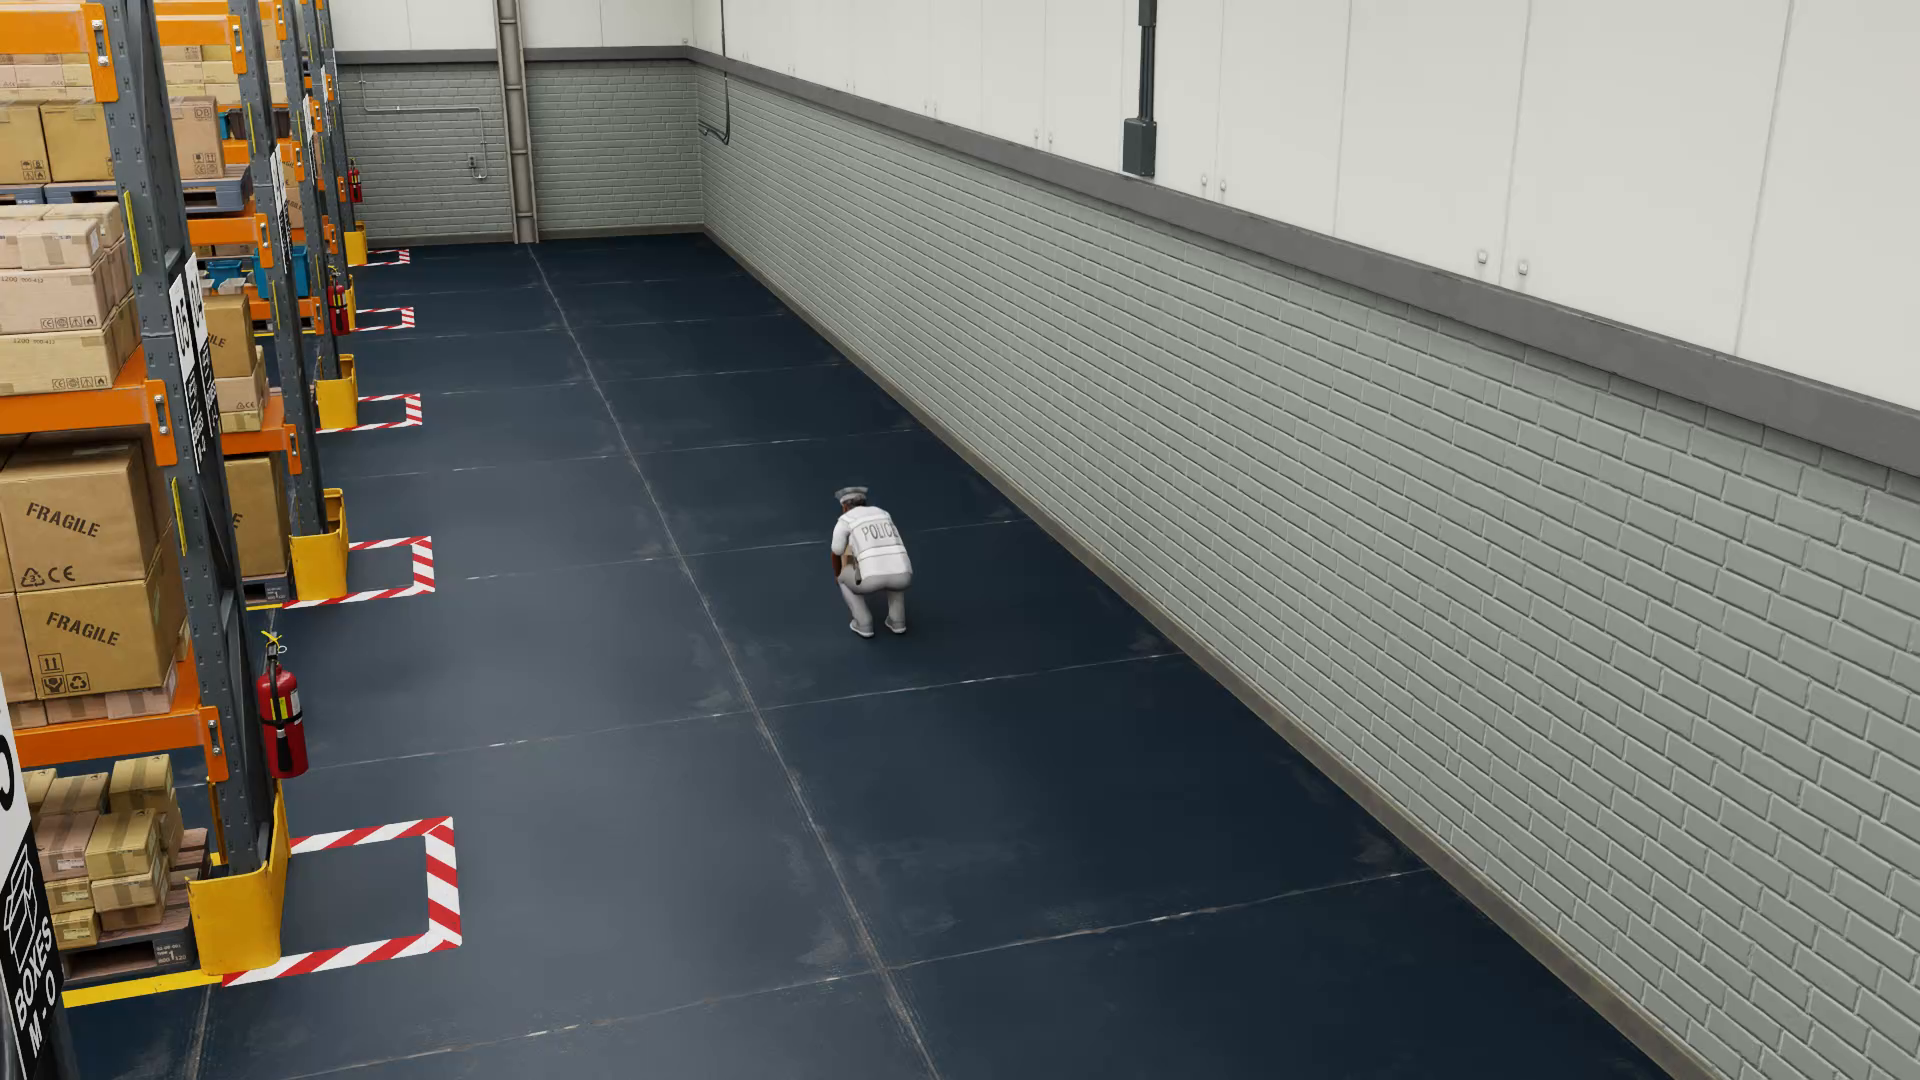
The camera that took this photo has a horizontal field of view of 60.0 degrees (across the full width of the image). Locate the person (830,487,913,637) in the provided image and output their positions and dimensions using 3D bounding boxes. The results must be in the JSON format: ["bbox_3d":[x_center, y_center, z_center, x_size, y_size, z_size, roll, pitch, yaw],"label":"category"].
[{"bbox_3d":[-0.631,0.145,11.716,0.483,0.968,0.836,-6,20,-17],"label":"person"}]
